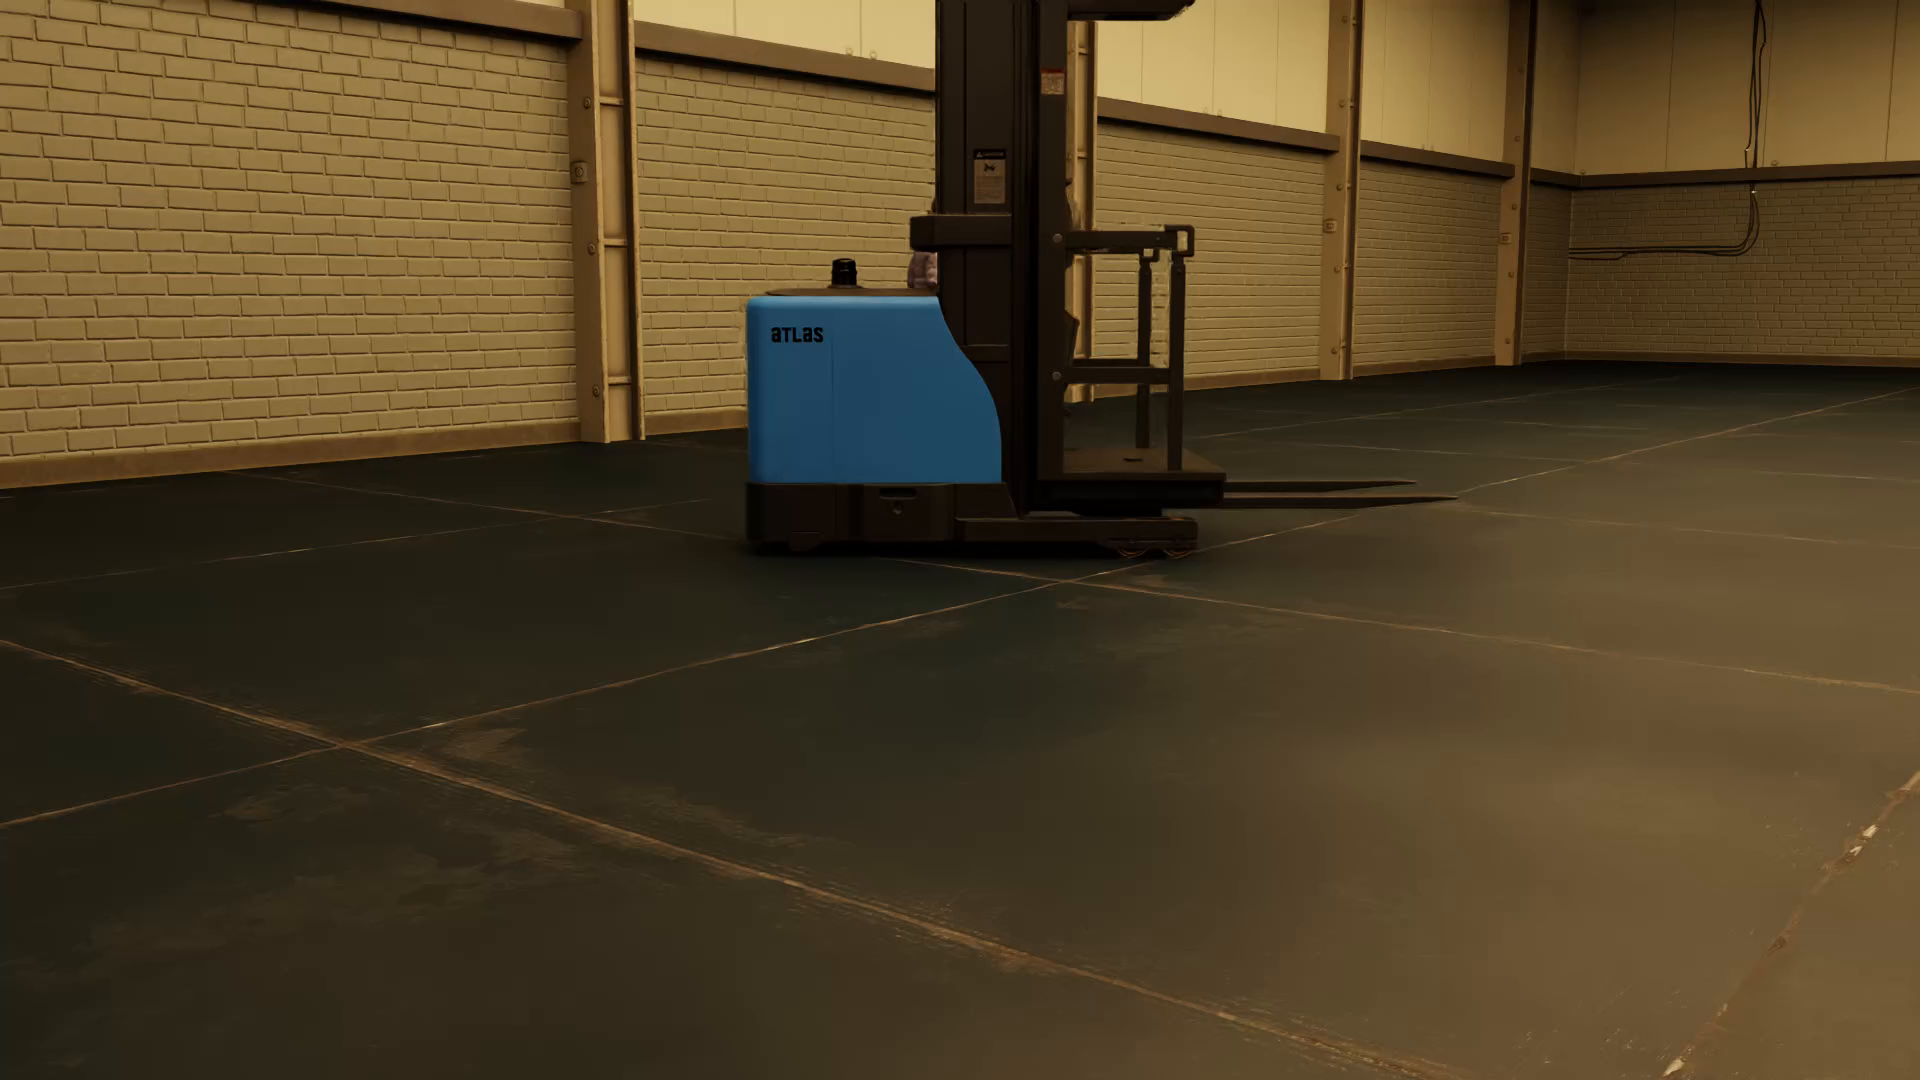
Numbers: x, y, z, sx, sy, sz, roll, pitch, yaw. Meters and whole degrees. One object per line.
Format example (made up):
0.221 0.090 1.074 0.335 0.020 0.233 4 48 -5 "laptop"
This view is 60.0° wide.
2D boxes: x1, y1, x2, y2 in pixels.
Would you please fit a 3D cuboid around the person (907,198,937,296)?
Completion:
-0.141 -1.057 9.048 0.374 1.625 0.784 -2 9 -16 "person"

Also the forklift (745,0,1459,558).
0.611 -1.453 7.213 3.031 2.935 1.130 0 8 -1 "forklift"
